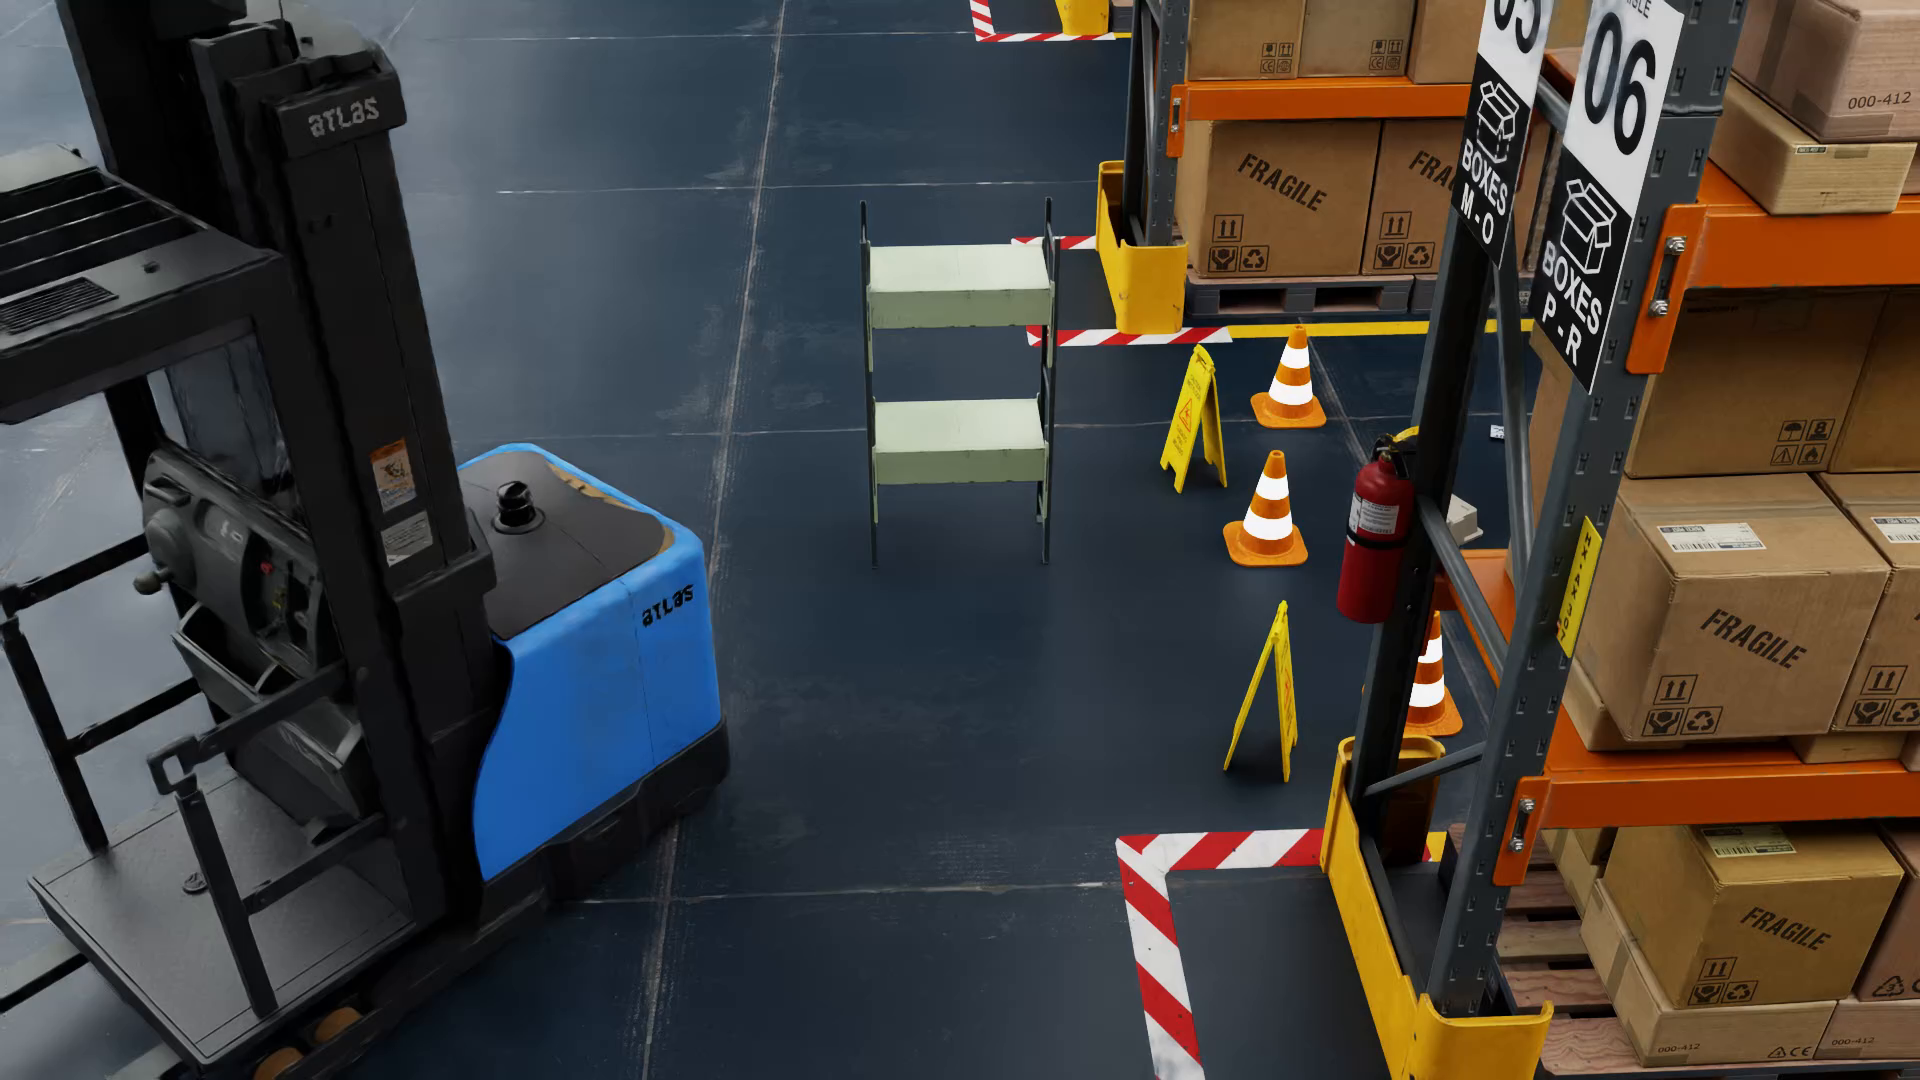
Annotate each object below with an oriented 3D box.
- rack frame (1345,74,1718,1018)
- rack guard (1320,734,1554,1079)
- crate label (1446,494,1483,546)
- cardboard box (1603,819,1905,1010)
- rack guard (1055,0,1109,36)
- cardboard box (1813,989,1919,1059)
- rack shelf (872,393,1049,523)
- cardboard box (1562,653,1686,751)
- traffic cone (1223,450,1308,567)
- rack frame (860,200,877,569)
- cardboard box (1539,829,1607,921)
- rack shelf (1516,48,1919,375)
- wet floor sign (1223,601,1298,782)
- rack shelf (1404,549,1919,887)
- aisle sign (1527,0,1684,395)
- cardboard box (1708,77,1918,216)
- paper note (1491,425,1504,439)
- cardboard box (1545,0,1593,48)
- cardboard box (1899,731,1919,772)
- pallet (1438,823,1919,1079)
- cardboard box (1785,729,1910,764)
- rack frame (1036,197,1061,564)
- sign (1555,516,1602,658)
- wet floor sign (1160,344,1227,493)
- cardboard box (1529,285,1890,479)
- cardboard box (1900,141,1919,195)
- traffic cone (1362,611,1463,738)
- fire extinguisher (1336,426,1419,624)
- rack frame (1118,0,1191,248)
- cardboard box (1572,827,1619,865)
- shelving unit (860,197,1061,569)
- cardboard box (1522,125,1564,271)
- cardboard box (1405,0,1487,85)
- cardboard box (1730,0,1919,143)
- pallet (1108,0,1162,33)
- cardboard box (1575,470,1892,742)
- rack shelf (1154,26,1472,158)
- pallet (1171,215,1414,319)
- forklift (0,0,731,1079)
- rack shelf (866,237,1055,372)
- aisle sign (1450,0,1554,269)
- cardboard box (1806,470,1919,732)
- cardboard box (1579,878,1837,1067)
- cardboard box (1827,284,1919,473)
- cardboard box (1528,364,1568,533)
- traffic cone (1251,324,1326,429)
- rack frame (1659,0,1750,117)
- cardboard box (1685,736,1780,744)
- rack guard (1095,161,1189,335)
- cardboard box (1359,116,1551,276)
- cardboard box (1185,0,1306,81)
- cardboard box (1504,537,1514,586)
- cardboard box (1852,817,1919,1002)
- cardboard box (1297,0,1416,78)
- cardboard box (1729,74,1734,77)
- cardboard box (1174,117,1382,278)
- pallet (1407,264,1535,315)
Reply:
[{"bbox_3d":[1.348,0.153,4.393,0.127,3.000,1.000,-2,35,-2],"label":"rack frame"},{"bbox_3d":[1.423,1.179,5.107,0.348,0.500,1.175,-2,35,-2],"label":"rack guard"},{"bbox_3d":[2.106,-0.093,7.264,0.298,0.136,0.250,-20,39,-26],"label":"crate label"},{"bbox_3d":[2.190,0.937,4.648,0.500,0.500,0.500,-3,35,-4],"label":"cardboard box"},{"bbox_3d":[0.954,-4.454,13.247,0.348,0.500,1.175,-2,35,-2],"label":"rack guard"},{"bbox_3d":[2.677,1.237,4.874,0.500,0.250,0.500,0,35,-1],"label":"cardboard box"},{"bbox_3d":[-0.007,-0.348,7.008,0.720,0.370,0.431,-2,35,-2],"label":"rack shelf"},{"bbox_3d":[1.697,0.365,4.307,0.250,0.149,0.380,-1,35,-2],"label":"cardboard box"},{"bbox_3d":[1.324,-0.170,7.089,0.334,0.463,0.336,-2,35,-2],"label":"traffic cone"},{"bbox_3d":[-0.372,-0.607,6.809,0.023,1.500,0.400,-2,35,-2],"label":"rack frame"},{"bbox_3d":[2.166,0.936,5.309,0.500,0.250,0.500,-2,35,-2],"label":"cardboard box"},{"bbox_3d":[3.345,-0.838,3.822,4.000,0.370,1.077,-2,35,-2],"label":"rack shelf"},{"bbox_3d":[1.107,0.518,5.934,0.232,0.644,0.267,10,36,14],"label":"wet floor sign"},{"bbox_3d":[3.345,0.395,4.675,4.000,0.370,1.077,-2,35,-2],"label":"rack shelf"},{"bbox_3d":[1.300,-0.738,3.396,0.004,0.787,0.394,-2,35,-2],"label":"aisle sign"},{"bbox_3d":[1.694,-0.801,3.357,0.250,0.149,0.380,-2,35,-2],"label":"cardboard box"},{"bbox_3d":[2.617,-0.512,7.965,0.142,0.017,0.144,10,36,14],"label":"paper note"},{"bbox_3d":[3.022,-2.764,8.476,0.500,0.550,0.875,-2,35,-2],"label":"cardboard box"},{"bbox_3d":[2.473,0.408,4.245,0.250,0.149,0.380,-1,35,-1],"label":"cardboard box"},{"bbox_3d":[2.237,1.296,5.192,1.213,0.211,1.003,-2,35,-2],"label":"pallet"},{"bbox_3d":[2.217,0.389,4.273,0.250,0.149,0.380,-3,35,-4],"label":"cardboard box"},{"bbox_3d":[0.359,-0.626,6.837,0.023,1.500,0.400,-2,35,-2],"label":"rack frame"},{"bbox_3d":[1.373,0.106,3.701,0.005,0.325,0.100,-2,35,-2],"label":"sign"},{"bbox_3d":[1.077,-0.563,7.497,0.232,0.644,0.267,-7,35,-10],"label":"wet floor sign"},{"bbox_3d":[1.848,-0.559,4.194,0.500,0.500,0.700,-2,35,-3],"label":"cardboard box"},{"bbox_3d":[1.952,-0.859,3.441,0.250,0.149,0.380,-3,35,-4],"label":"cardboard box"},{"bbox_3d":[1.716,0.452,6.191,0.334,0.463,0.336,-2,35,-2],"label":"traffic cone"},{"bbox_3d":[1.211,-0.074,4.789,0.183,0.674,0.296,-2,35,-2],"label":"fire extinguisher"},{"bbox_3d":[1.012,-2.658,8.455,0.127,3.000,1.000,-2,35,-2],"label":"rack frame"},{"bbox_3d":[2.136,0.633,5.088,0.500,0.500,0.500,-1,35,-2],"label":"cardboard box"},{"bbox_3d":[-0.007,-0.617,6.823,0.755,1.500,0.431,-2,35,-2],"label":"shelving unit"},{"bbox_3d":[3.476,-2.061,9.090,0.875,0.875,0.875,-1,35,-2],"label":"cardboard box"},{"bbox_3d":[2.494,-2.726,8.422,0.550,0.550,0.875,-2,35,-2],"label":"cardboard box"},{"bbox_3d":[1.862,-1.003,3.298,0.500,0.250,0.500,-2,35,-3],"label":"cardboard box"},{"bbox_3d":[1.768,-4.337,13.332,1.213,0.211,1.003,-2,35,-2],"label":"pallet"},{"bbox_3d":[1.834,0.135,4.070,0.500,0.500,0.500,-2,35,-3],"label":"cardboard box"},{"bbox_3d":[3.010,-2.416,8.737,4.000,0.370,1.077,-2,35,-2],"label":"rack shelf"},{"bbox_3d":[1.807,-1.577,9.344,1.213,0.211,1.003,-2,35,-2],"label":"pallet"},{"bbox_3d":[-2.161,0.123,4.497,1.130,2.935,3.031,26,42,32],"label":"forklift"},{"bbox_3d":[-0.007,-0.937,6.601,0.720,0.370,0.431,-2,35,-2],"label":"rack shelf"},{"bbox_3d":[1.272,-1.079,3.889,0.004,0.787,0.394,-2,35,-2],"label":"aisle sign"},{"bbox_3d":[2.351,0.119,4.093,0.500,0.500,0.500,-1,35,-1],"label":"cardboard box"},{"bbox_3d":[2.166,1.247,4.860,0.500,0.250,0.500,-2,35,-3],"label":"cardboard box"},{"bbox_3d":[2.353,-0.569,4.208,0.500,0.500,0.700,-1,35,-2],"label":"cardboard box"},{"bbox_3d":[1.877,-0.181,4.527,0.500,0.500,0.500,-2,35,-3],"label":"cardboard box"},{"bbox_3d":[1.610,-0.822,8.031,0.334,0.463,0.336,-2,35,-2],"label":"traffic cone"},{"bbox_3d":[1.348,-2.314,2.686,0.127,3.000,1.000,-2,35,-2],"label":"rack frame"},{"bbox_3d":[1.948,0.350,4.329,0.250,0.149,0.380,-1,35,-2],"label":"cardboard box"},{"bbox_3d":[0.988,-1.629,9.165,0.348,0.500,1.175,-2,35,-2],"label":"rack guard"},{"bbox_3d":[2.565,-2.038,9.056,0.875,0.875,0.875,-2,35,-3],"label":"cardboard box"},{"bbox_3d":[1.381,-2.755,8.464,0.550,0.550,0.875,-2,35,-2],"label":"cardboard box"},{"bbox_3d":[1.711,0.125,4.654,0.250,0.149,0.380,0,35,-1],"label":"cardboard box"},{"bbox_3d":[2.712,0.921,4.672,0.500,0.500,0.500,-3,35,-4],"label":"cardboard box"},{"bbox_3d":[1.929,-2.782,8.503,0.550,0.550,0.875,-2,35,-2],"label":"cardboard box"},{"bbox_3d":[1.691,-1.145,3.854,0.250,0.149,0.380,-1,35,-2],"label":"cardboard box"},{"bbox_3d":[1.687,-2.013,9.020,0.875,0.875,0.875,-1,35,-2],"label":"cardboard box"},{"bbox_3d":[3.023,-1.608,9.389,1.213,0.211,1.003,-2,35,-2],"label":"pallet"}]
